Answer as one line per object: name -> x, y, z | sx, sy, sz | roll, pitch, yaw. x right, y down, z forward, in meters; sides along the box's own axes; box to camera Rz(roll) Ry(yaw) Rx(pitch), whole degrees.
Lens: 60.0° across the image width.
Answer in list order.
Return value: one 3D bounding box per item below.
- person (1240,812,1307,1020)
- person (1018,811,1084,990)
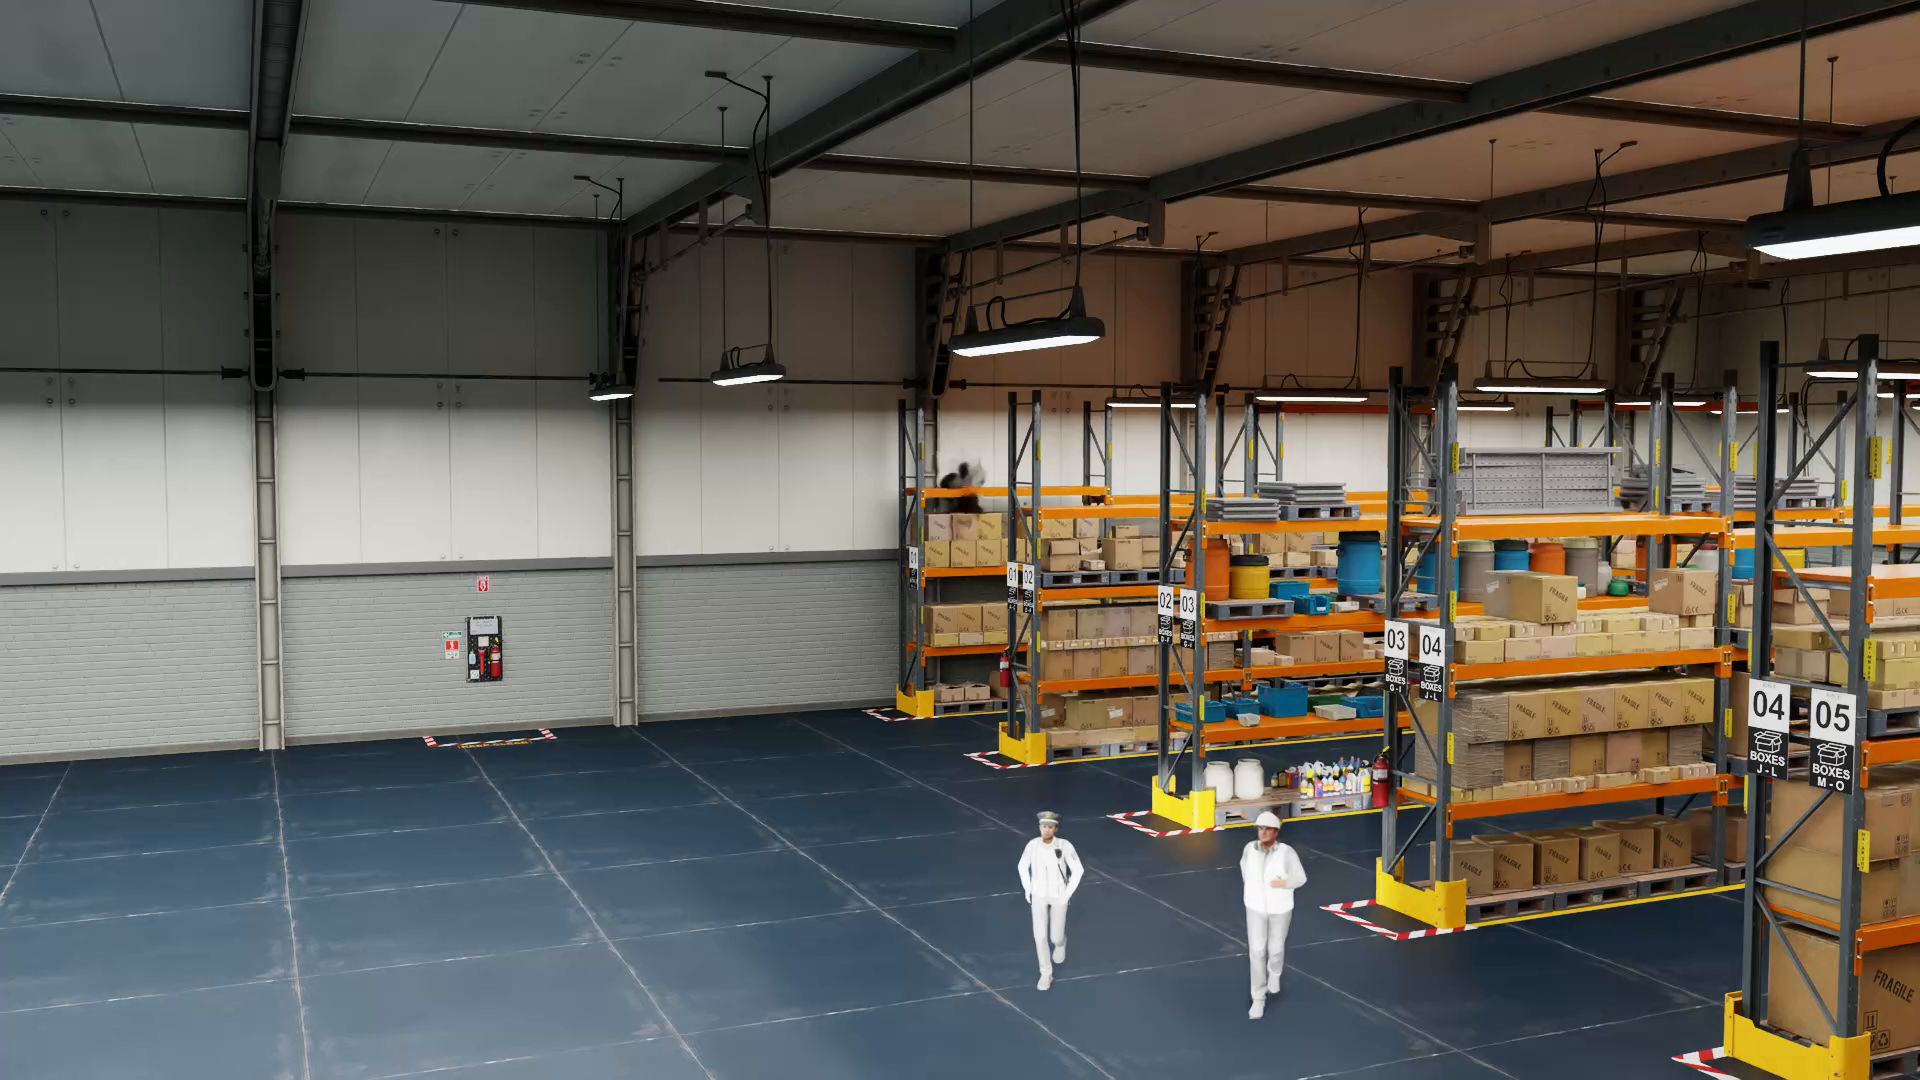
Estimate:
person -> 2.855, 3.385, 15.230 | 0.638, 1.811, 0.871 | 1, 4, 18
person -> 0.866, 3.404, 15.959 | 0.641, 1.667, 0.660 | 1, 3, 10
